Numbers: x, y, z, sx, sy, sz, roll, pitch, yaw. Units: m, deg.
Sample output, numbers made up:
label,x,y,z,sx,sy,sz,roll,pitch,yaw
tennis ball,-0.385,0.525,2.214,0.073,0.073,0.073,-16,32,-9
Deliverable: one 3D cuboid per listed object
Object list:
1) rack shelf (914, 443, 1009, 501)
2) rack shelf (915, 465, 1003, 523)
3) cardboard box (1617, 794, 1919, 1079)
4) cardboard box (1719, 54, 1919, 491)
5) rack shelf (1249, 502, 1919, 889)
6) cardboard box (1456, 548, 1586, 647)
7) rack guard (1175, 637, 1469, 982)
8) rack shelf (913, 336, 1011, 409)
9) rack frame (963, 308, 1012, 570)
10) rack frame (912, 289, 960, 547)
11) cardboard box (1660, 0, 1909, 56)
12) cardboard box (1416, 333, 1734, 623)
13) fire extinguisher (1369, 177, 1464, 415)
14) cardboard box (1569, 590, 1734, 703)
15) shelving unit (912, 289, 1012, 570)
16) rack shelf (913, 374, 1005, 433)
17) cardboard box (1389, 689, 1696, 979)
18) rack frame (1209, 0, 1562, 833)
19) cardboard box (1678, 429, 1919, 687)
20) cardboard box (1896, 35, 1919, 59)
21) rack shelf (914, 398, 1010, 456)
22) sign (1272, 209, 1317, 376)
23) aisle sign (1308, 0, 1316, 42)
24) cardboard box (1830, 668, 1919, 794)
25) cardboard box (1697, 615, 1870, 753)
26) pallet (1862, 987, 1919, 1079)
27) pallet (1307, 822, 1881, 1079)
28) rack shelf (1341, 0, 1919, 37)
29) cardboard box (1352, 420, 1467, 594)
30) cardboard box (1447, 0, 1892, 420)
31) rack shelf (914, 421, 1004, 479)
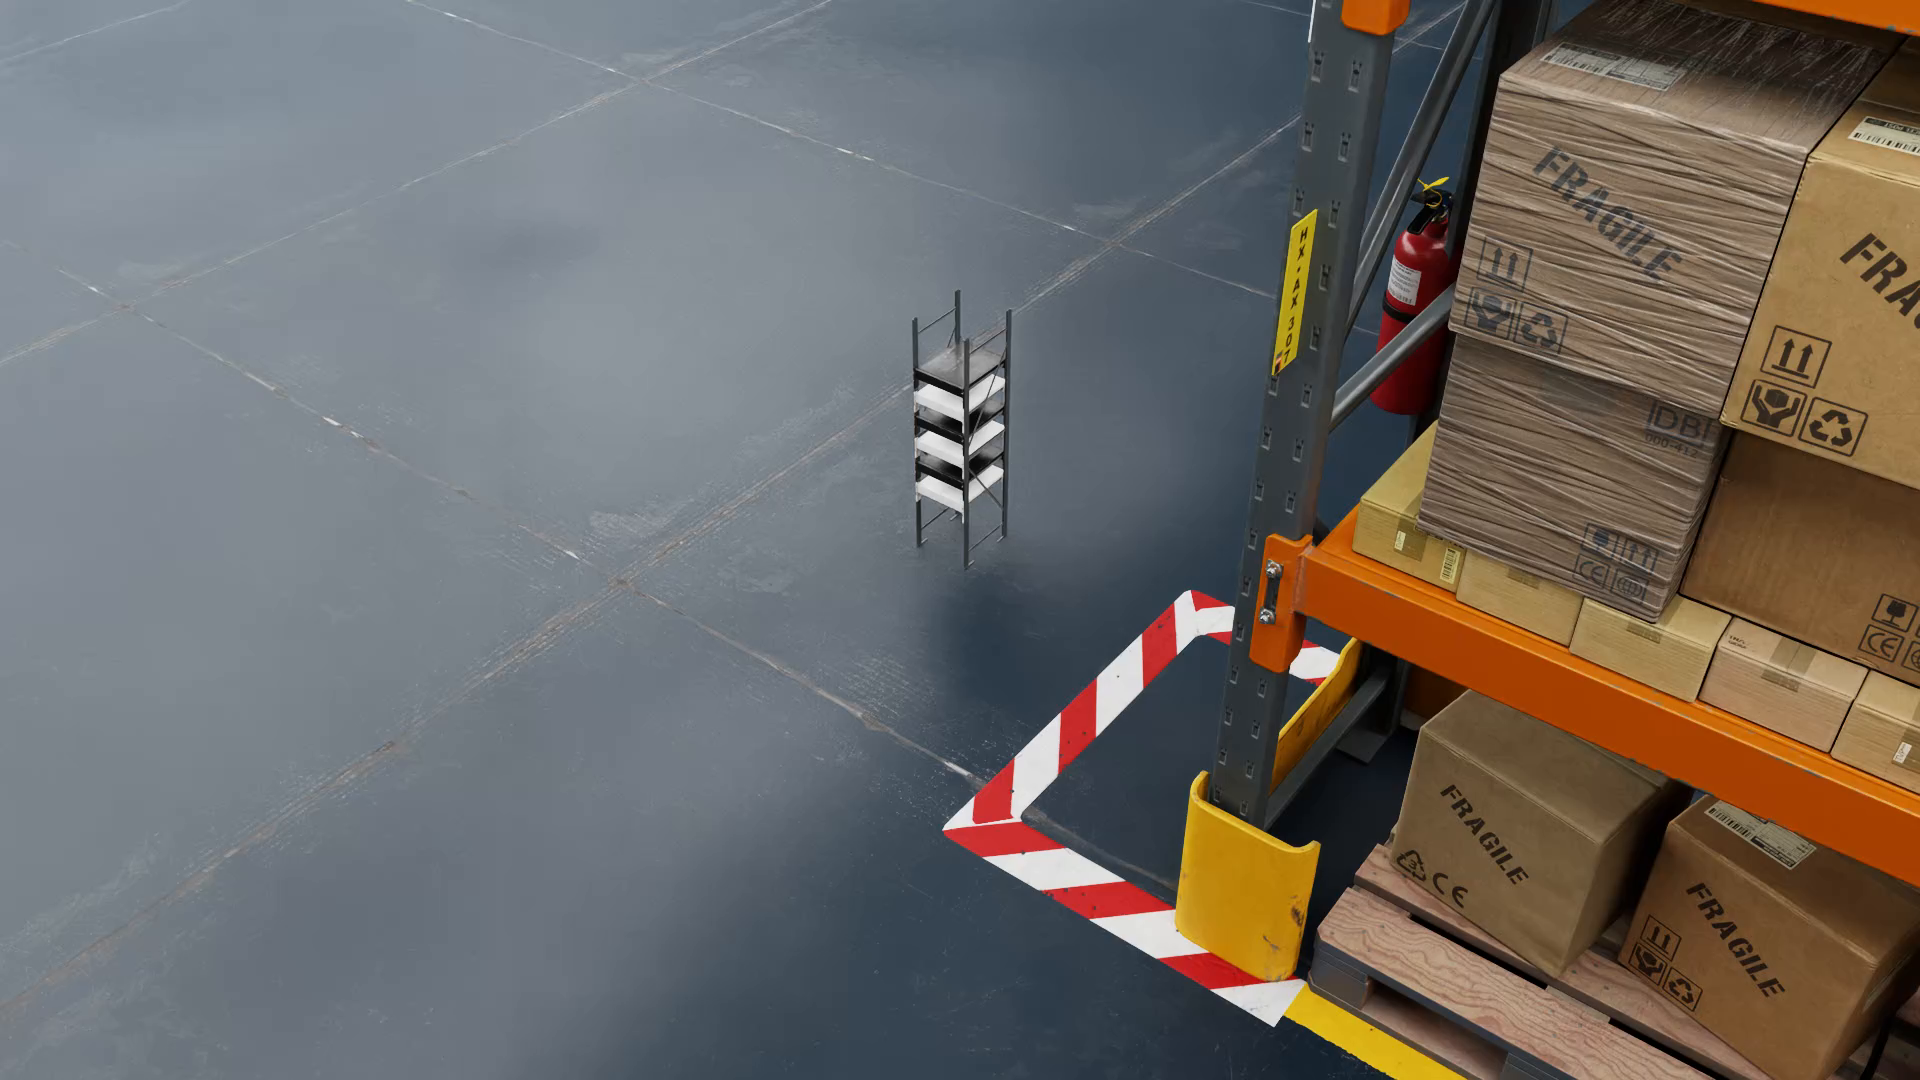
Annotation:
label,x,y,z,sx,sy,sz,roll,pitch,yaw
rack shelf,0.006,-0.254,5.545,0.200,0.077,0.258,25,45,29
rack shelf,0.006,-0.183,5.600,0.200,0.077,0.258,25,45,29
cardboard box,1.960,0.866,3.897,0.500,0.500,0.500,-25,45,-29
cardboard box,1.643,-0.422,2.722,0.500,0.500,0.500,25,45,29
rack shelf,2.567,0.630,3.095,4.000,0.370,1.077,25,45,29
cardboard box,1.247,0.024,3.490,0.250,0.149,0.380,25,45,29
rack guard,1.039,0.611,4.564,0.348,0.500,1.175,25,45,29
rack shelf,0.006,-0.538,5.323,0.200,0.077,0.258,25,45,29
rack frame,0.087,-0.313,5.420,0.006,0.900,0.240,25,45,29
rack frame,-0.074,-0.389,5.517,0.006,0.900,0.240,25,45,29
cardboard box,1.566,-0.867,3.291,0.500,0.500,0.500,25,45,29
cardboard box,1.399,-0.339,3.427,0.500,0.500,0.875,25,45,29
fire extinguisher,1.168,-0.640,4.197,0.183,0.674,0.296,25,45,29
cardboard box,1.437,0.125,3.361,0.250,0.149,0.380,25,45,29
shelving unit,0.006,-0.351,5.469,0.210,0.900,0.258,25,45,29
rack shelf,0.006,-0.467,5.378,0.200,0.077,0.258,25,45,29
cardboard box,1.465,0.659,4.162,0.500,0.500,0.500,-29,46,-32
rack frame,0.979,-0.402,3.830,0.127,3.000,1.000,25,45,29
cardboard box,1.869,-0.210,3.263,0.500,0.500,0.875,25,45,29
cardboard box,1.966,-0.683,3.055,0.500,0.500,0.500,25,45,29
rack shelf,0.006,-0.396,5.434,0.200,0.077,0.258,25,45,29
sign,0.649,-0.477,3.224,0.005,0.325,0.100,25,45,29
aisle sign,0.747,-1.302,2.871,0.004,0.787,0.394,25,45,29
cardboard box,1.842,0.305,3.131,0.250,0.149,0.380,25,45,29
cardboard box,1.648,0.208,3.255,0.250,0.149,0.380,25,45,29
pallet,2.628,1.503,3.659,1.213,0.211,1.003,25,45,29
pallet,1.663,1.046,4.243,1.213,0.211,1.003,25,45,29
rack shelf,2.567,-0.551,2.170,4.000,0.370,1.077,25,45,29
cardboard box,1.060,-0.079,3.622,0.250,0.149,0.380,25,45,29
cardboard box,1.250,-0.613,2.966,0.500,0.500,0.500,25,45,29
rack shelf,0.006,-0.325,5.489,0.200,0.077,0.258,25,45,29
